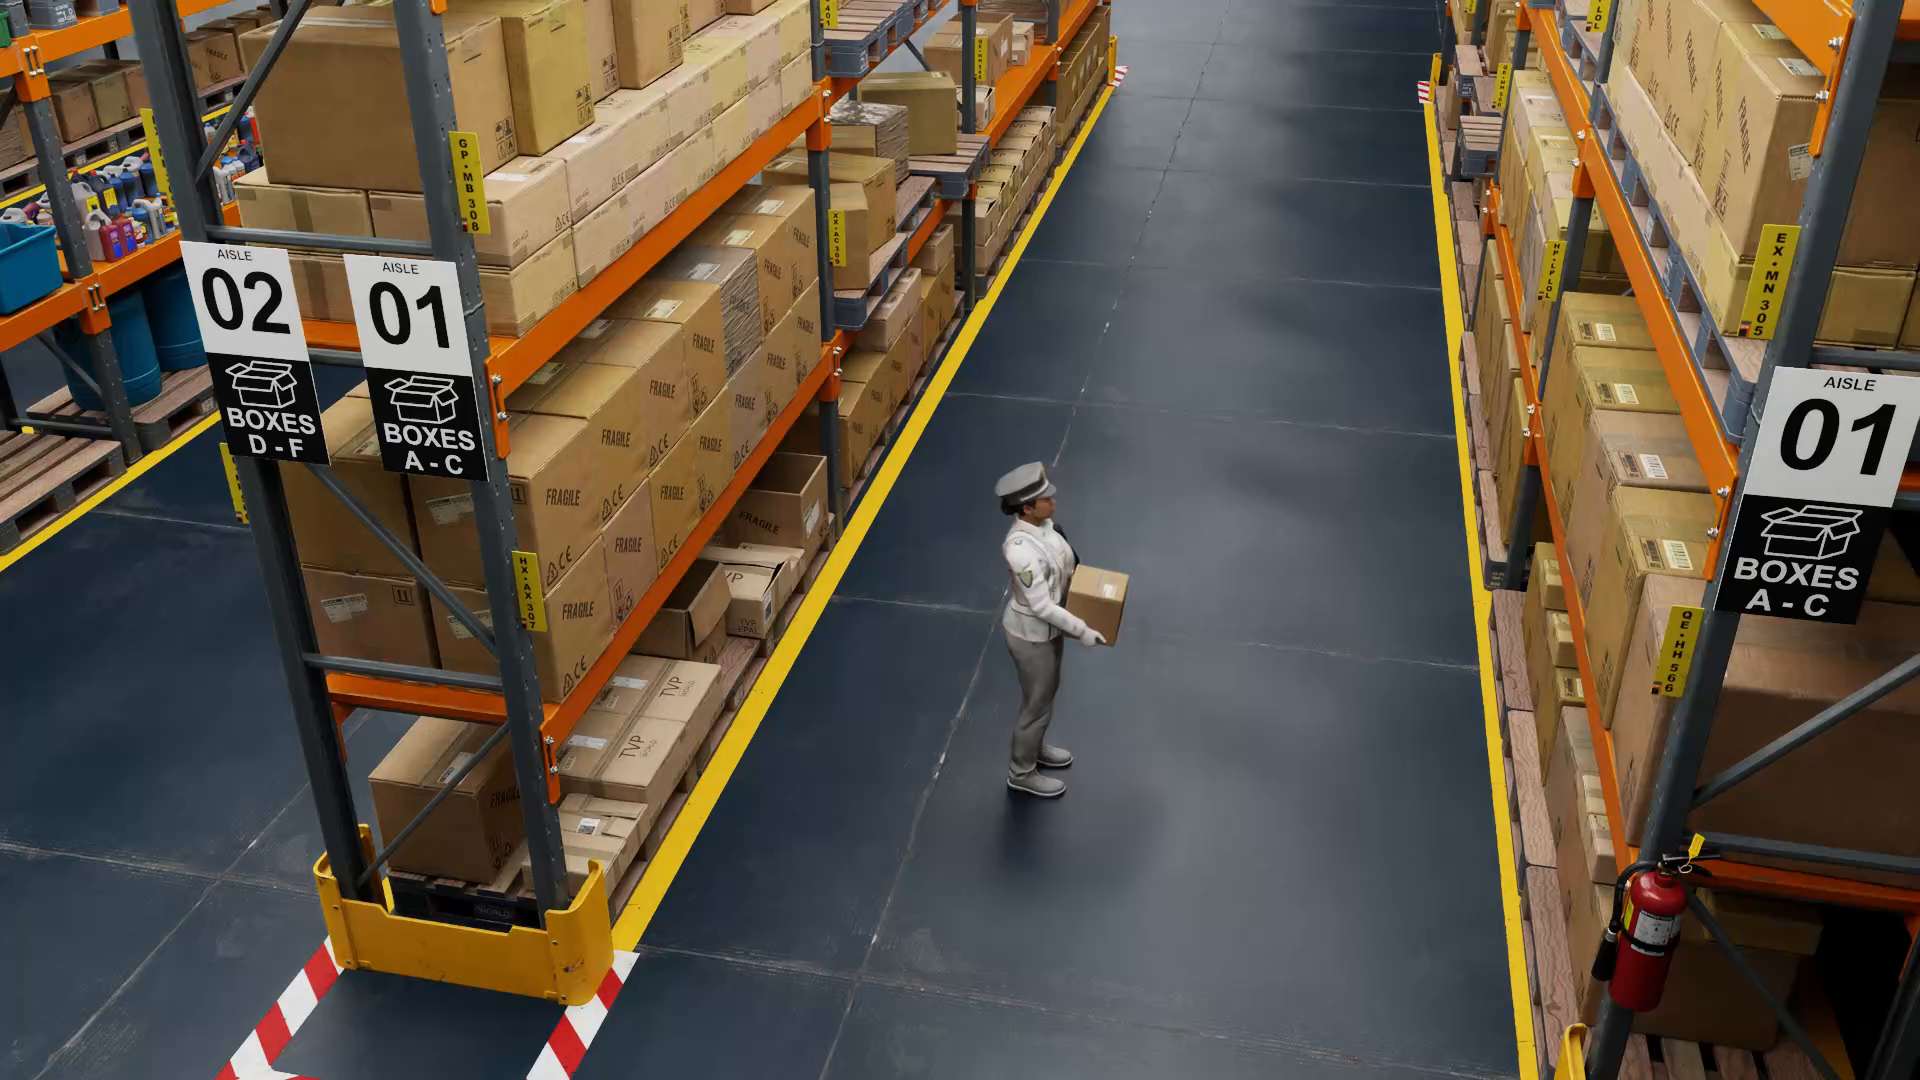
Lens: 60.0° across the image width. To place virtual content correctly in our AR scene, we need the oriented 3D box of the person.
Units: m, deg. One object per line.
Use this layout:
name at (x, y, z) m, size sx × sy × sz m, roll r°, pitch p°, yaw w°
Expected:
person at (0.429, 0.424, 7.820) m, size 0.556 × 1.686 × 0.459 m, roll 6°, pitch 30°, yaw 11°
